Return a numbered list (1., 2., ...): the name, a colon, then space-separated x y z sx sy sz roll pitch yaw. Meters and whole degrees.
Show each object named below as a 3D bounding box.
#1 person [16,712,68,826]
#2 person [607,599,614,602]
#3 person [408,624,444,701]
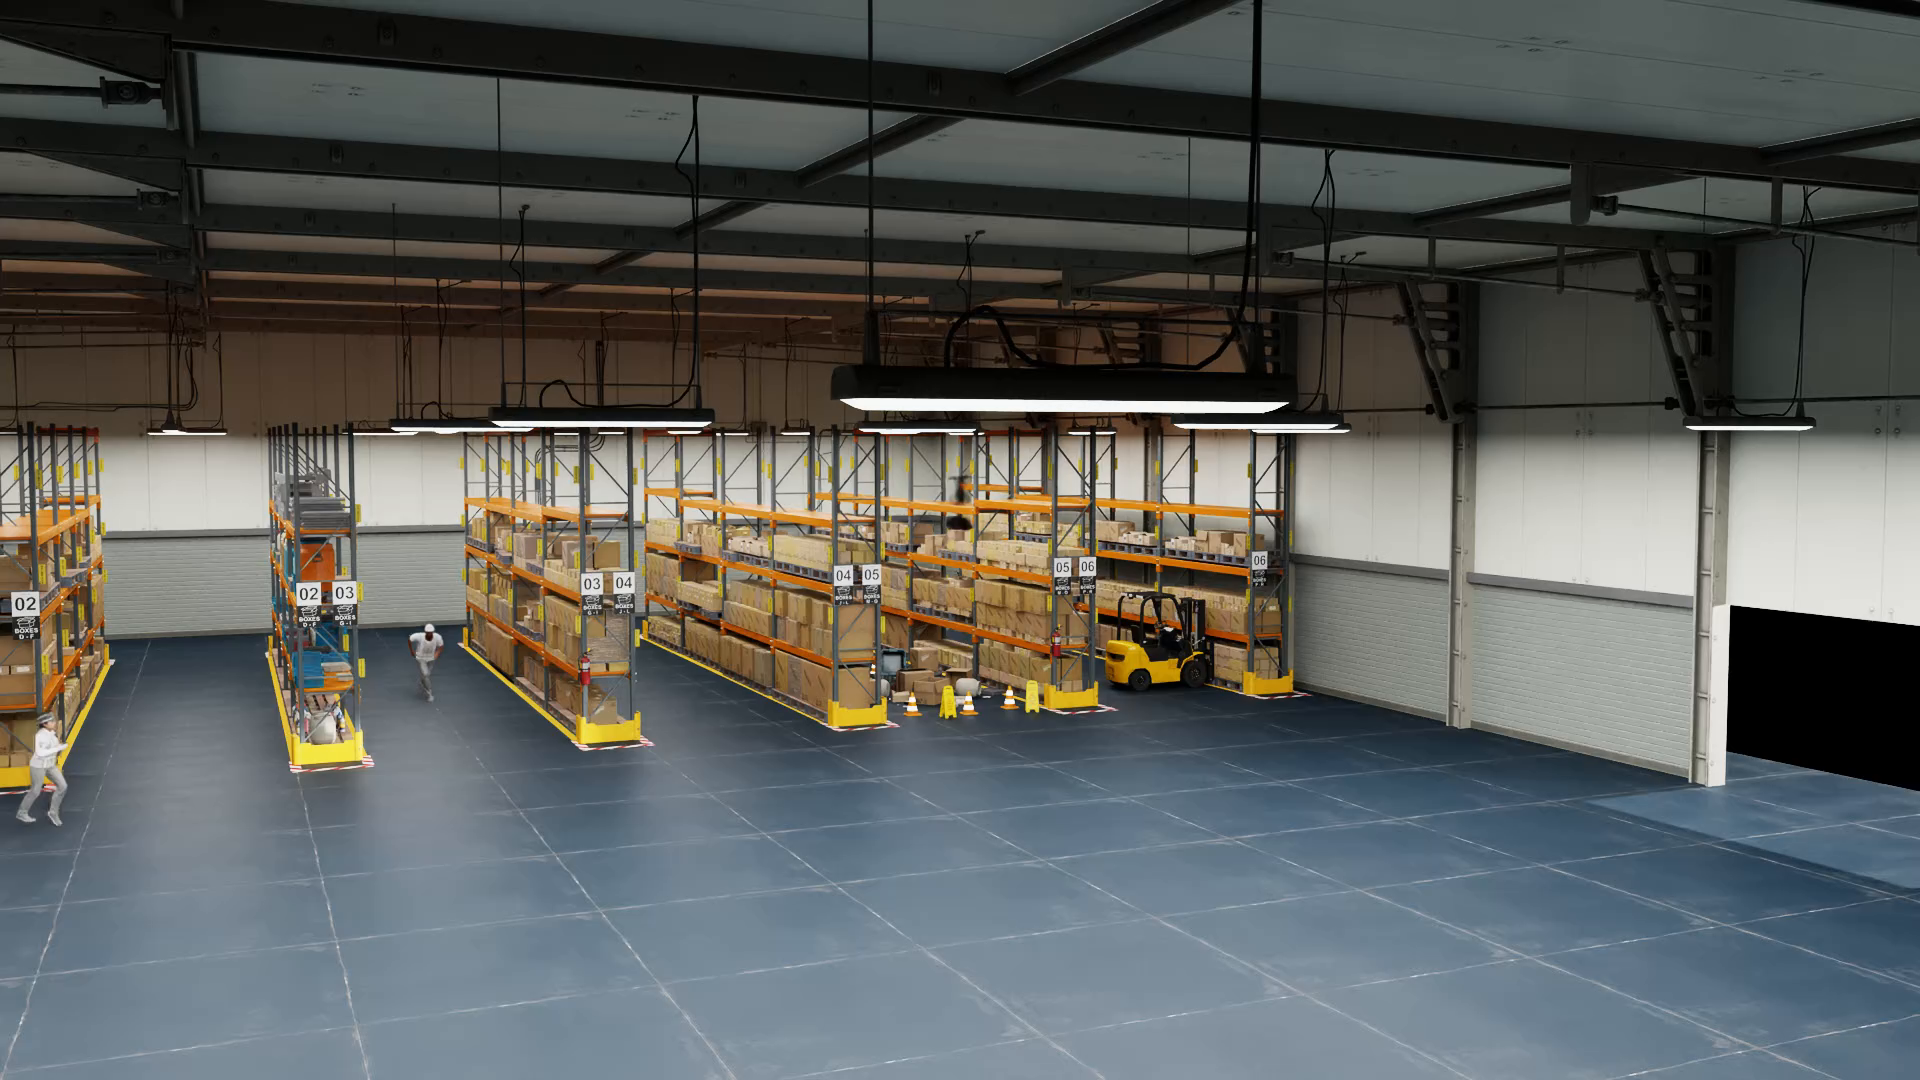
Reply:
1. person: -13.548 3.395 24.532 0.801 1.737 0.582 0 3 2
2. person: -9.619 2.047 46.012 0.732 1.749 0.633 -1 4 -12
3. person: -11.767 2.670 36.606 0.746 1.715 1.061 -2 4 -29
